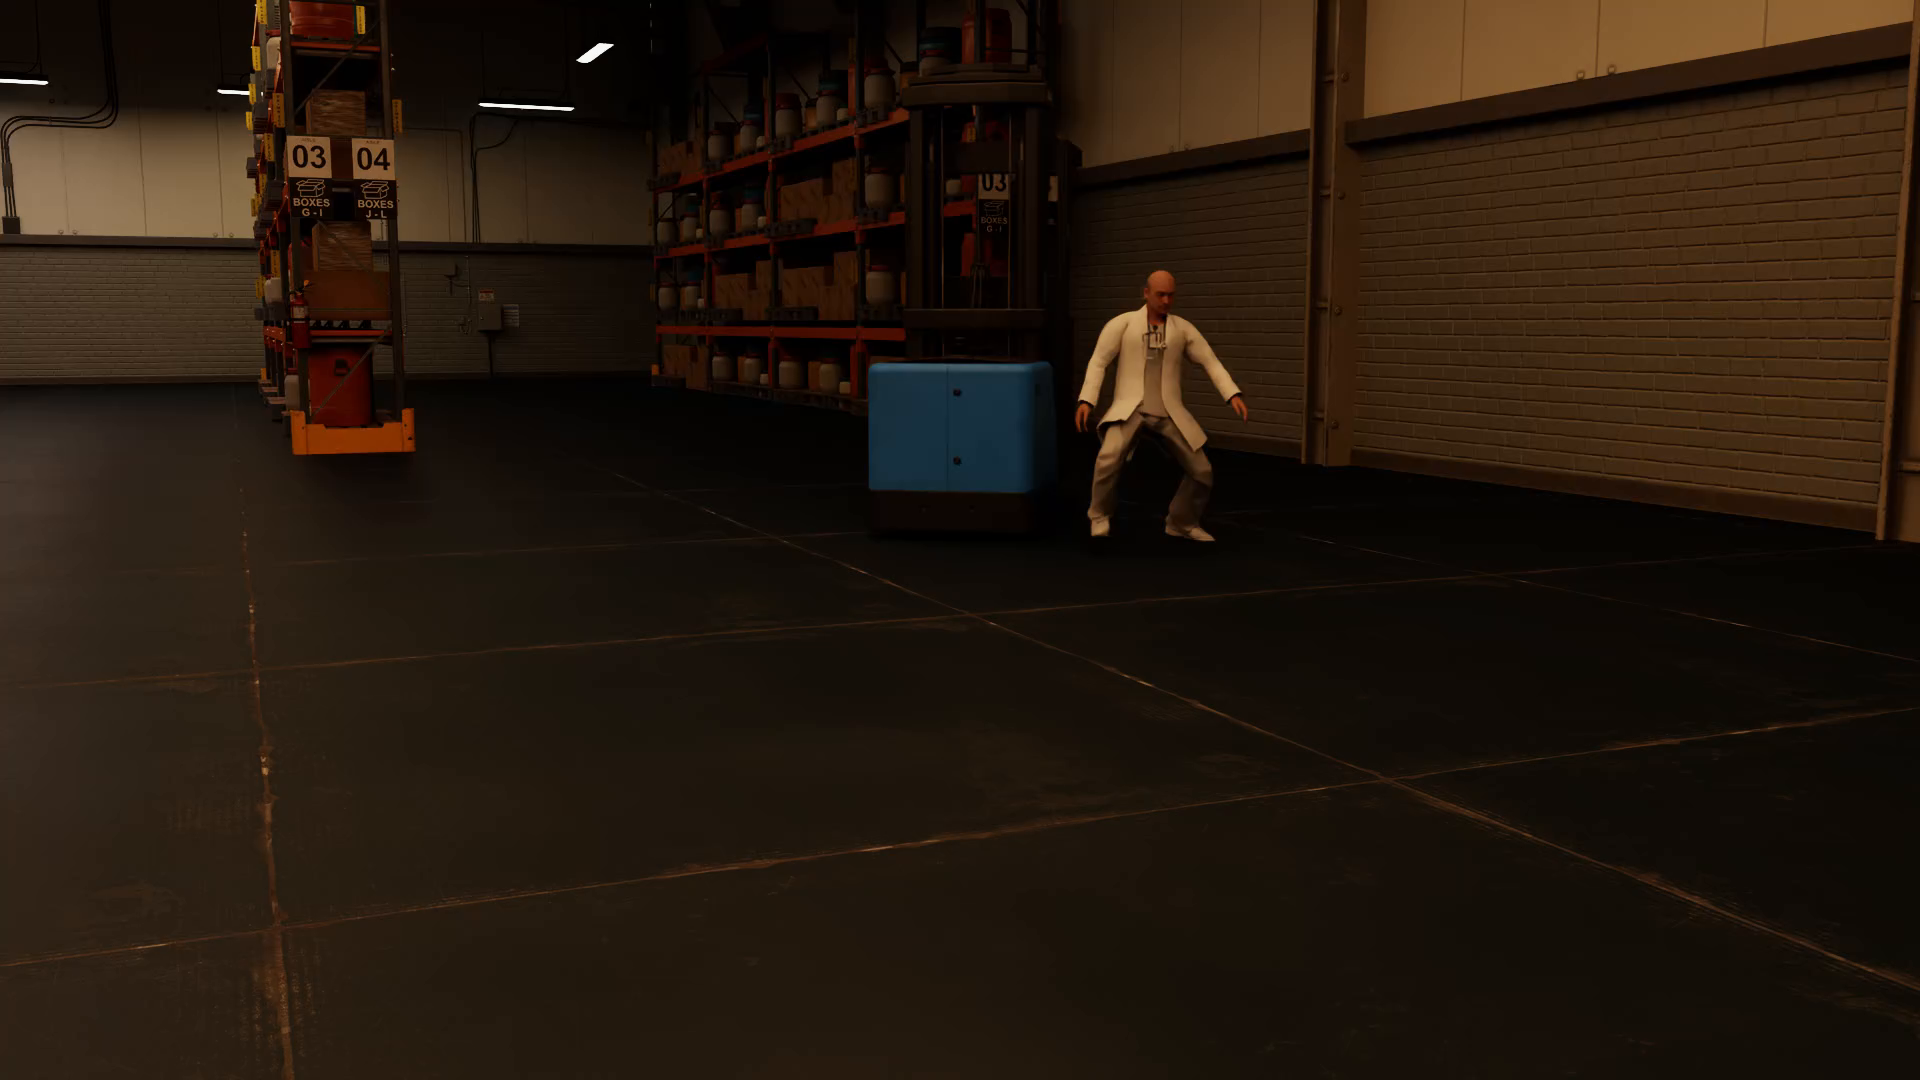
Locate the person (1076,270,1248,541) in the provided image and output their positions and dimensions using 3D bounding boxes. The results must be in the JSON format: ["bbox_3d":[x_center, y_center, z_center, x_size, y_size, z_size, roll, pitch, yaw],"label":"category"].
[{"bbox_3d":[1.175,-0.769,9.918,1.003,1.661,0.714,-1,8,-5],"label":"person"}]

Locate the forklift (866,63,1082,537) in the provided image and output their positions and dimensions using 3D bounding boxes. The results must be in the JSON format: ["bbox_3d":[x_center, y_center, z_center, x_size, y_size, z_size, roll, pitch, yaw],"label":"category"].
[{"bbox_3d":[0.227,-1.627,11.284,1.130,2.935,3.031,2,8,11],"label":"forklift"}]
